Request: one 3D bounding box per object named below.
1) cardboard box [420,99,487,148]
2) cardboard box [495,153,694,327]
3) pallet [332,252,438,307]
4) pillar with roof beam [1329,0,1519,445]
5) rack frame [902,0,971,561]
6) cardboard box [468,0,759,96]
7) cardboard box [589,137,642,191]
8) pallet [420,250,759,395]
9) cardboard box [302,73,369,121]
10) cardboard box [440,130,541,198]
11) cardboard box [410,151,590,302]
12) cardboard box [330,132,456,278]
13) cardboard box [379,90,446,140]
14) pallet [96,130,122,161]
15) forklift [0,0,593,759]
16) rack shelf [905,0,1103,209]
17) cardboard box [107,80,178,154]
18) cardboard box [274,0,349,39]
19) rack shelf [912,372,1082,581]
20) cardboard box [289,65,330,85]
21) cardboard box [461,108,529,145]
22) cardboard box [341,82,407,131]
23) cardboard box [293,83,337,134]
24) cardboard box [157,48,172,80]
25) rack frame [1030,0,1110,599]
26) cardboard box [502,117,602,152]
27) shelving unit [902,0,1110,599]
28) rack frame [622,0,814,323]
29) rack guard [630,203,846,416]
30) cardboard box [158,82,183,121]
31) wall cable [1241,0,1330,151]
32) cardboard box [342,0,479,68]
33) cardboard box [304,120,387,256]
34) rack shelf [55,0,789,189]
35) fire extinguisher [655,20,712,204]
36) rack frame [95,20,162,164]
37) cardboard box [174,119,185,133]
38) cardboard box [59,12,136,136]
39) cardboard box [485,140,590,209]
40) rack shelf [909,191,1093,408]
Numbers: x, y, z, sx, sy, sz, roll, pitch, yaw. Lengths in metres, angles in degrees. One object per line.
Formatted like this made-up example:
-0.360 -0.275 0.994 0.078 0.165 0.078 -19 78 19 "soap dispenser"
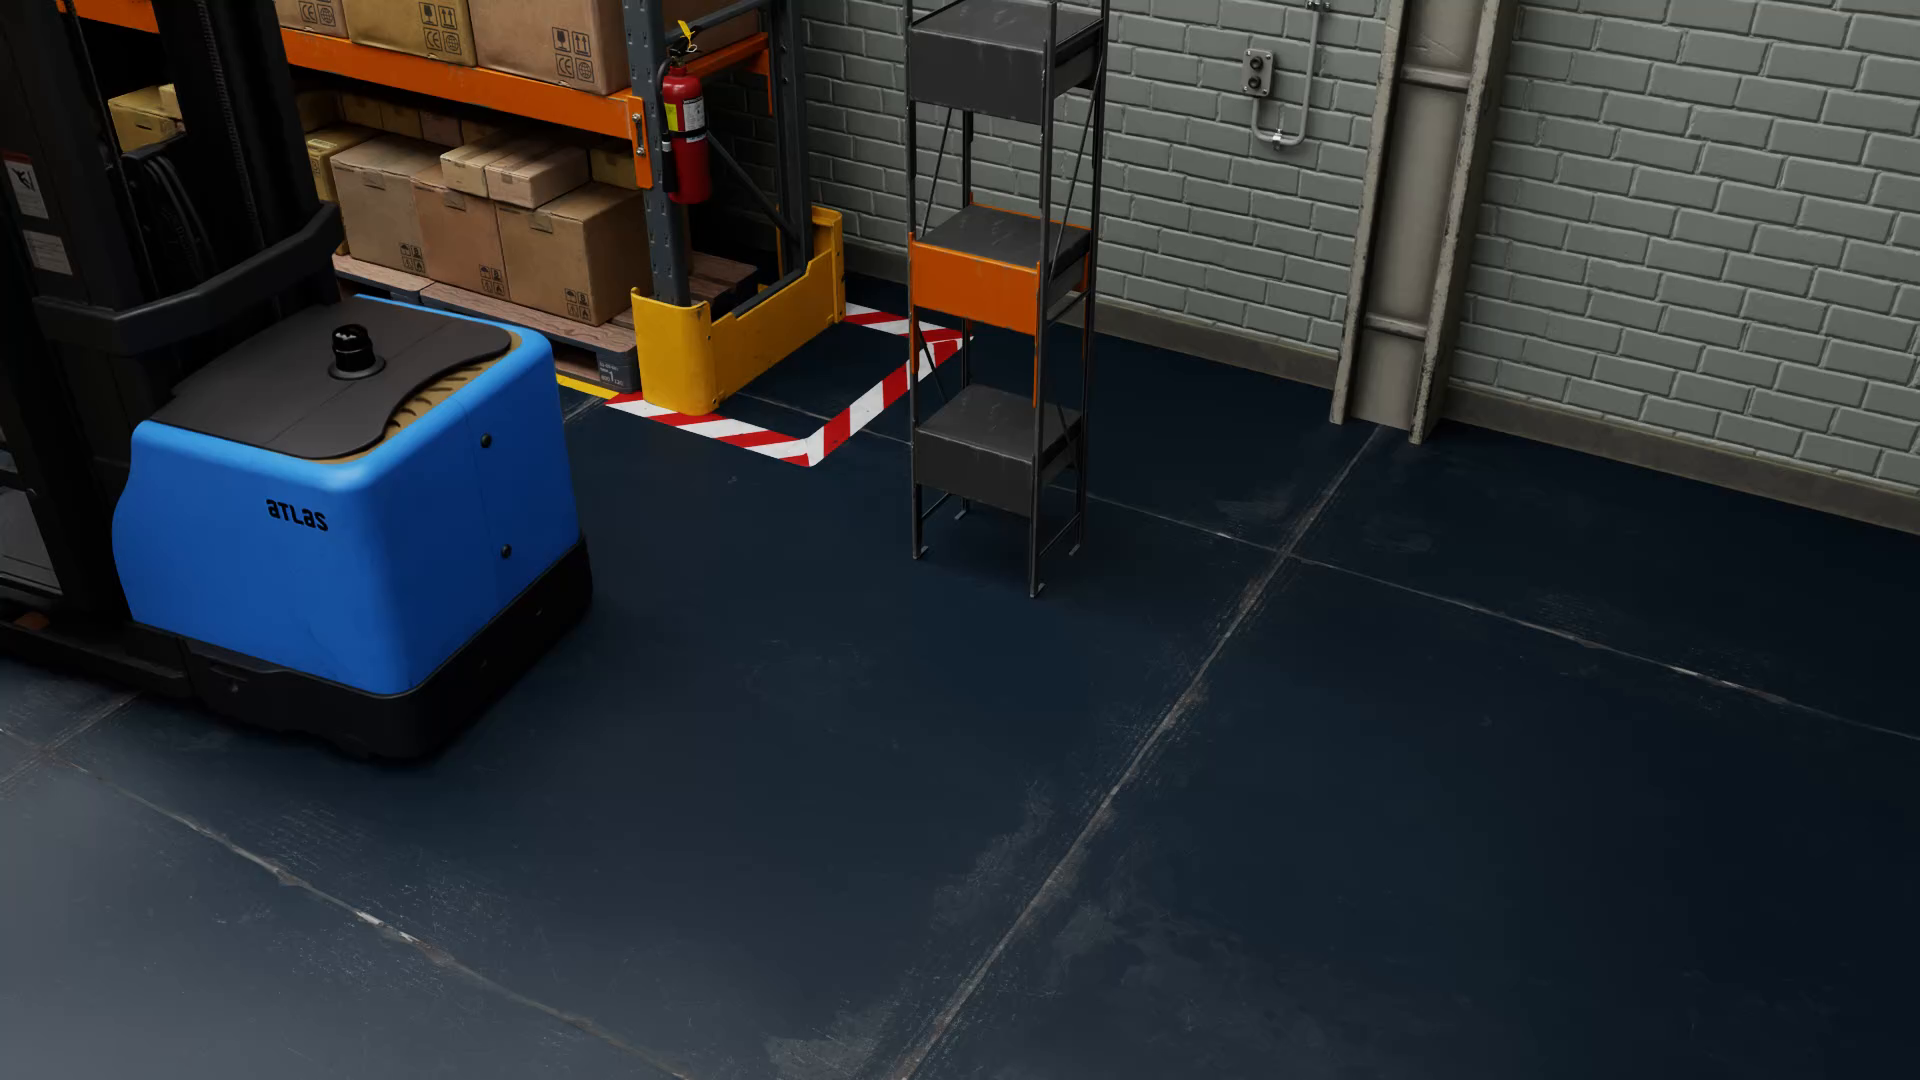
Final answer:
-2.300 -1.982 7.811 0.250 0.149 0.380 18 38 25 "cardboard box"
-1.630 -1.372 7.481 0.500 0.500 0.700 18 37 24 "cardboard box"
-2.760 -1.451 8.239 1.213 0.211 1.003 18 37 24 "pallet"
-0.335 -2.192 1.424 0.400 9.000 9.100 18 37 24 "pillar with roof beam"
-0.068 -0.896 5.700 0.015 2.100 0.400 18 37 24 "rack frame"
-1.420 -2.354 6.808 0.700 0.700 0.980 19 38 26 "cardboard box"
-1.422 -1.704 7.394 0.250 0.149 0.380 18 38 25 "cardboard box"
-1.705 -1.115 7.734 1.213 0.211 1.003 18 37 24 "pallet"
-2.968 -2.192 8.127 0.250 0.149 0.380 18 38 25 "cardboard box"
-2.054 -1.660 7.327 0.250 0.149 0.380 19 38 26 "cardboard box"
-2.064 -1.510 7.687 0.500 0.500 0.700 17 37 24 "cardboard box"
-2.501 -1.648 7.894 0.500 0.500 0.700 16 37 23 "cardboard box"
-2.524 -2.052 7.916 0.250 0.149 0.380 18 38 25 "cardboard box"
-5.153 -2.209 9.376 1.213 0.211 1.003 18 37 24 "pallet"
-2.855 -1.064 5.203 3.031 2.935 1.130 13 36 19 "forklift"
0.144 -1.400 5.219 0.480 0.518 0.431 18 37 24 "rack shelf"
-3.847 -2.073 8.533 0.500 0.500 0.700 18 38 25 "cardboard box"
-2.715 -2.763 7.422 0.700 0.700 0.980 16 37 22 "cardboard box"
0.144 -0.234 5.995 0.480 0.518 0.431 18 37 24 "rack shelf"
-3.187 -2.262 8.232 0.250 0.149 0.380 16 37 23 "cardboard box"
-2.079 -1.912 7.706 0.250 0.149 0.380 18 38 25 "cardboard box"
-2.743 -2.122 8.021 0.250 0.149 0.380 17 37 24 "cardboard box"
-3.187 -2.017 7.864 0.250 0.149 0.380 16 37 23 "cardboard box"
-3.874 -2.478 8.556 0.250 0.149 0.380 17 37 24 "cardboard box"
0.356 -0.761 5.499 0.015 2.100 0.400 18 37 24 "rack frame"
-1.862 -1.843 7.602 0.250 0.149 0.380 18 38 25 "cardboard box"
0.144 -0.828 5.600 0.503 2.100 0.431 18 37 24 "shelving unit"
-0.972 -2.093 6.687 0.127 3.000 1.000 18 37 24 "rack frame"
-0.951 -1.046 7.370 0.348 0.500 1.175 18 37 24 "rack guard"
-3.640 -2.161 8.080 0.250 0.149 0.380 19 38 26 "cardboard box"
0.609 -2.619 6.561 1.851 1.984 0.084 18 37 24 "wall cable"
-2.057 -2.548 7.100 0.700 0.700 0.980 17 37 24 "cardboard box"
-2.968 -1.791 8.109 0.500 0.500 0.700 18 38 25 "cardboard box"
-2.709 -2.344 7.713 4.000 0.370 1.077 18 37 24 "rack shelf"
-1.070 -1.642 6.416 0.183 0.674 0.296 18 37 24 "fire extinguisher"
-4.445 -3.193 8.339 0.127 3.000 1.000 18 37 24 "rack frame"
-3.412 -1.933 8.323 0.500 0.500 0.700 17 37 24 "cardboard box"
-5.074 -2.590 8.993 0.750 0.750 0.750 18 38 25 "cardboard box"
-1.832 -1.590 7.222 0.250 0.149 0.380 17 37 24 "cardboard box"
0.144 -0.817 5.607 0.480 0.518 0.431 18 37 24 "rack shelf"
